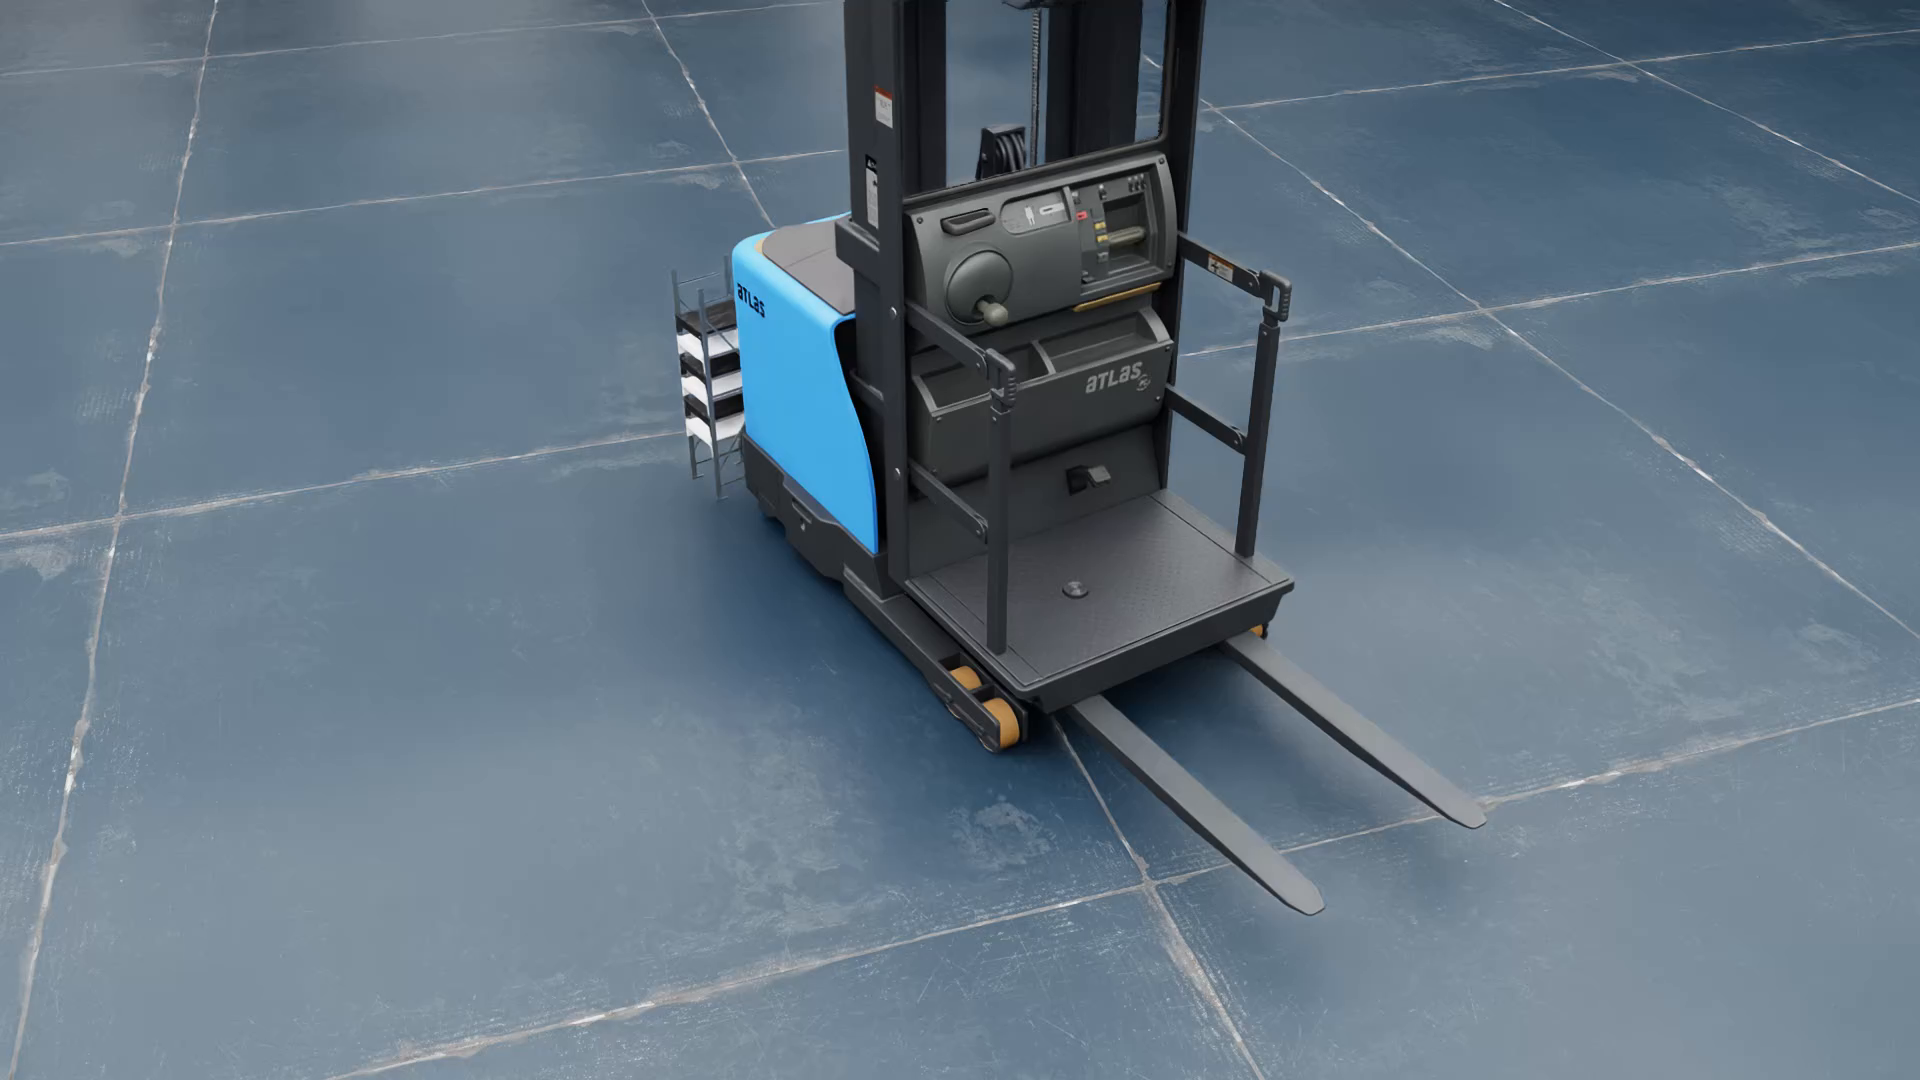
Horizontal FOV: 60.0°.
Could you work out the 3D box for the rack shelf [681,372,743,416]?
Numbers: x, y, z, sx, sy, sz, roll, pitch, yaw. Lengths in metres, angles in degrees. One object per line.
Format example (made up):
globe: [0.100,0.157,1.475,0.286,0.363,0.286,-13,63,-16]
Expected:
rack shelf: [-0.908,-0.584,6.378,0.258,0.077,0.200,-22,39,-29]

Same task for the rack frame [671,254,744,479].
rack frame: [-0.968,-0.657,6.428,0.240,0.900,0.006,-22,39,-29]

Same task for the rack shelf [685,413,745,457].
rack shelf: [-0.908,-0.434,6.477,0.258,0.077,0.200,-22,39,-29]

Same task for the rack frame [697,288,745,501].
rack frame: [-0.848,-0.566,6.291,0.240,0.900,0.006,-22,39,-29]

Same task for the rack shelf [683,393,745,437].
rack shelf: [-0.908,-0.509,6.428,0.258,0.077,0.200,-22,39,-29]

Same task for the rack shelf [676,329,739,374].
rack shelf: [-0.908,-0.734,6.279,0.258,0.077,0.200,-22,39,-29]

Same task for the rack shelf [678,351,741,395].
rack shelf: [-0.908,-0.659,6.328,0.258,0.077,0.200,-22,39,-29]

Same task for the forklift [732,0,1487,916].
forklift: [0.385,-0.855,4.885,1.130,2.935,3.031,-19,38,-27]

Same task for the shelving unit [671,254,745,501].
shelving unit: [-0.908,-0.612,6.360,0.258,0.900,0.210,-22,39,-29]

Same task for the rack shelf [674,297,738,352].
rack shelf: [-0.908,-0.809,6.229,0.258,0.077,0.200,-22,39,-29]
